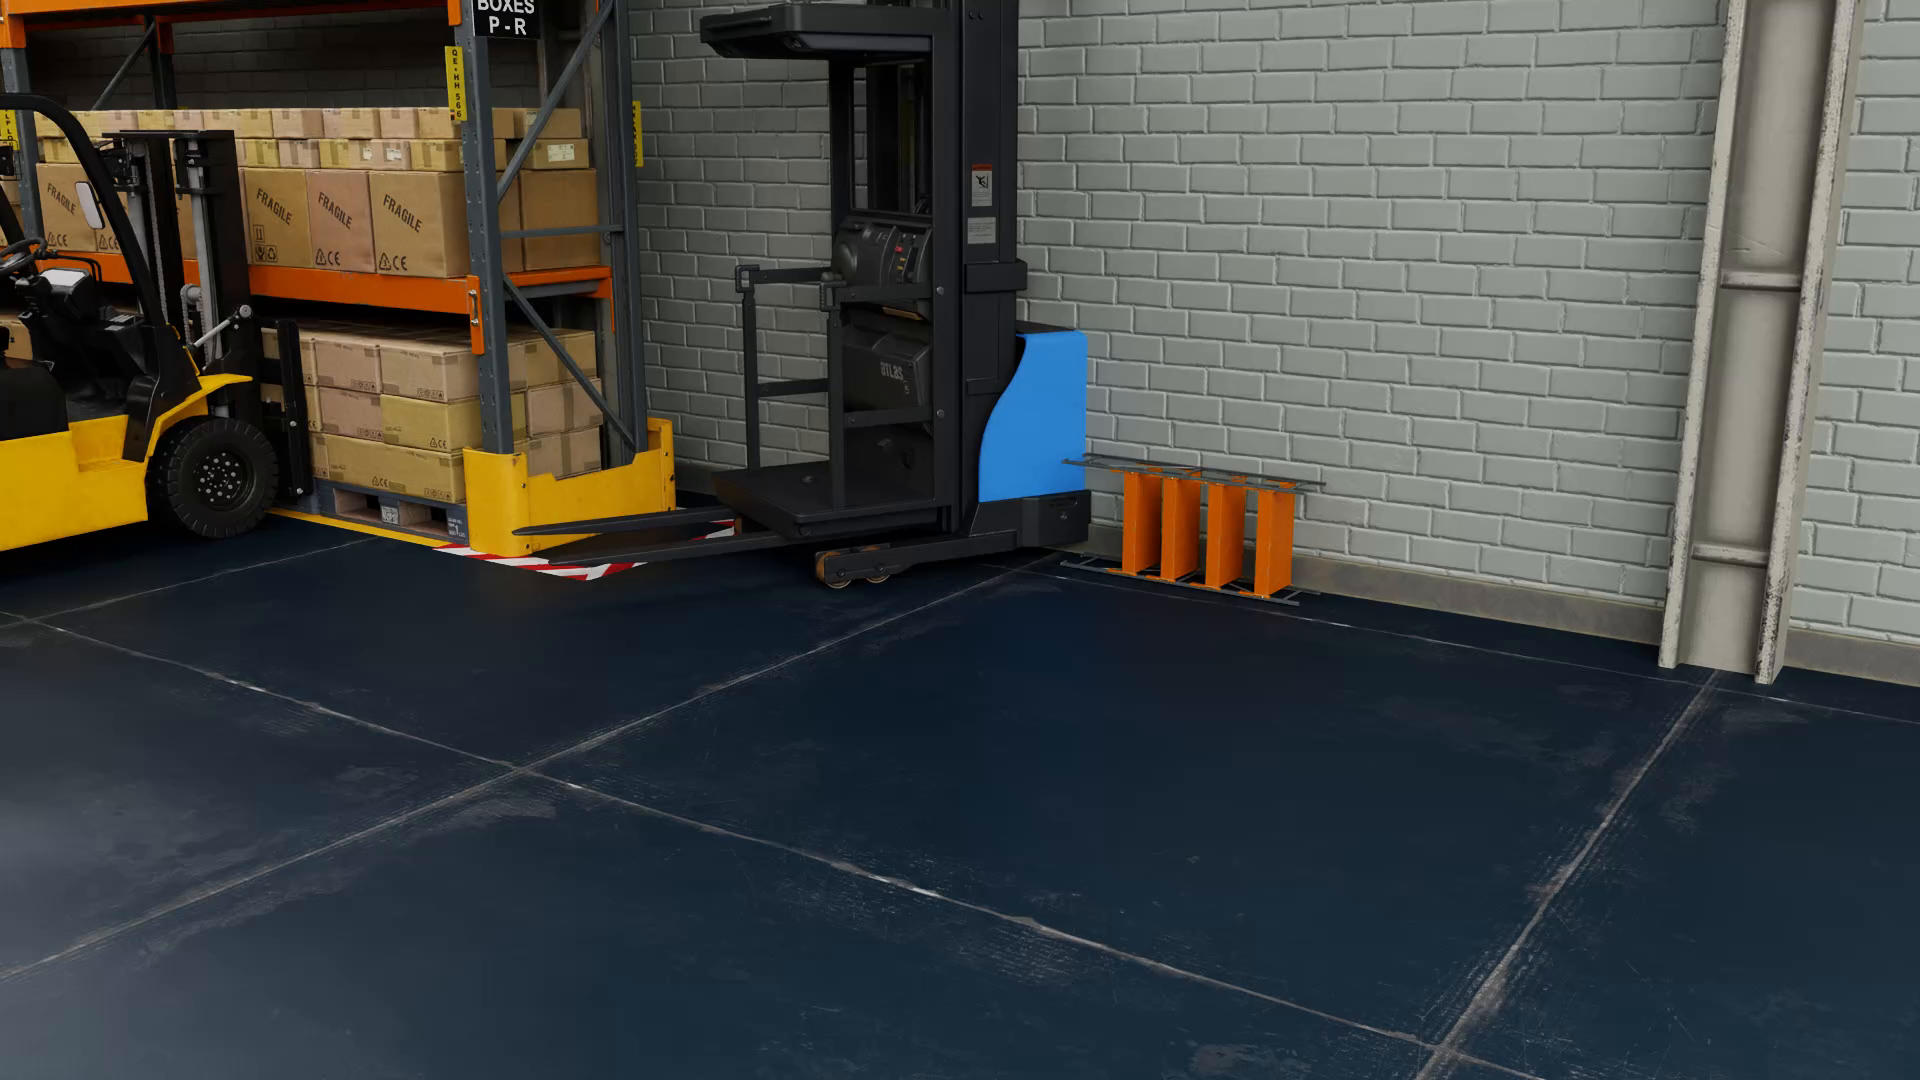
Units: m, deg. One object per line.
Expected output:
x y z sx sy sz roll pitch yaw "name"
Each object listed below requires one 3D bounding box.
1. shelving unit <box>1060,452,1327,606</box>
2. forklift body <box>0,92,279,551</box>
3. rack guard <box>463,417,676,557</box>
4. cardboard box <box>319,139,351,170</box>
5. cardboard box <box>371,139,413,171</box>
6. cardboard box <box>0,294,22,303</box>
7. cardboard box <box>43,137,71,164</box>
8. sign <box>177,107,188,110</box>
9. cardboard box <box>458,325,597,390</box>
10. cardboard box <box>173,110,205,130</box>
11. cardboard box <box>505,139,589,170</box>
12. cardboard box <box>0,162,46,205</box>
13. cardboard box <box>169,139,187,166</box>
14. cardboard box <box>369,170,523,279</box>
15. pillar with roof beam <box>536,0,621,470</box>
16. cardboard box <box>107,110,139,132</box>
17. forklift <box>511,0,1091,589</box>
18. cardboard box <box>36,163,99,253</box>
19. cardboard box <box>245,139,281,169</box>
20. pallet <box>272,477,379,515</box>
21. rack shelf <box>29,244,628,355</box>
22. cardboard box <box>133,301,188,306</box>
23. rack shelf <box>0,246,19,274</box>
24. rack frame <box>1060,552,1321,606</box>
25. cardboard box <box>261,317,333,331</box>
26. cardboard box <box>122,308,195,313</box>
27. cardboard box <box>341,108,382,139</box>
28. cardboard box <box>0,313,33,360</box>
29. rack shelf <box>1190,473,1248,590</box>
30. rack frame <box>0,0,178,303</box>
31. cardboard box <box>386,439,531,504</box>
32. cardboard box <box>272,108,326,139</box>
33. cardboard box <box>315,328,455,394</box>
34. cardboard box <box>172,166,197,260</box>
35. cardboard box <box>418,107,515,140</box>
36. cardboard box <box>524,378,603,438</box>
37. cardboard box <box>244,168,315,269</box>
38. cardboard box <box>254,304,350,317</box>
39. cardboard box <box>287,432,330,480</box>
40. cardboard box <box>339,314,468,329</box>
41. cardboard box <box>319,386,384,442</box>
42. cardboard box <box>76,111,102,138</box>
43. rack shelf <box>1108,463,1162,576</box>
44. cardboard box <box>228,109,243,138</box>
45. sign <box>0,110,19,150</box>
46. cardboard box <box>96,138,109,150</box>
1.030 -0.065 7.513 1.200 0.503 0.258 10 17 34 "shelving unit"
-4.571 -0.987 7.836 1.214 2.155 2.313 9 17 33 "forklift body"
-1.960 -0.292 8.464 0.348 0.500 1.175 9 17 33 "rack guard"
-3.033 -1.974 8.496 0.250 0.149 0.380 9 17 32 "cardboard box"
-2.652 -1.891 8.163 0.250 0.149 0.380 9 17 34 "cardboard box"
-7.003 -1.370 11.684 0.625 0.625 0.875 8 16 31 "cardboard box"
-5.181 -2.314 9.869 0.250 0.149 0.380 9 16 32 "cardboard box"
-4.990 -2.615 10.678 0.005 0.325 0.100 9 17 33 "sign"
-2.273 -0.966 8.749 0.500 0.250 0.500 9 16 32 "cardboard box"
-4.087 -2.294 9.172 0.250 0.149 0.380 9 17 33 "cardboard box"
-2.116 -1.970 8.479 0.250 0.149 0.380 9 16 31 "cardboard box"
-5.849 -2.230 10.361 0.500 0.250 0.500 9 16 32 "cardboard box"
-4.135 -2.136 9.152 0.250 0.149 0.380 9 16 31 "cardboard box"
-2.535 -1.571 8.219 0.500 0.500 0.500 9 16 32 "cardboard box"
-4.457 -3.836 5.091 0.400 9.000 9.100 9 17 33 "pillar with roof beam"
-4.560 -2.347 9.384 0.250 0.149 0.380 10 17 34 "cardboard box"
-0.552 -1.350 7.677 3.031 2.935 1.130 -8 16 -28 "forklift"
-5.076 -1.982 9.881 0.500 0.500 0.500 9 16 31 "cardboard box"
-3.502 -2.030 8.724 0.250 0.149 0.380 9 17 33 "cardboard box"
-3.646 -0.413 9.554 1.213 0.211 1.003 9 17 33 "pallet"
-3.639 -1.428 9.346 4.000 0.370 1.077 9 17 33 "rack shelf"
-4.783 -1.372 10.392 0.500 0.250 0.500 10 17 34 "cardboard box"
-6.958 -1.964 11.513 4.000 0.370 1.077 9 17 33 "rack shelf"
1.030 0.171 7.571 1.200 0.015 0.240 10 17 34 "rack frame"
-3.803 -1.065 9.152 0.500 0.250 0.500 9 16 32 "cardboard box"
-4.654 -1.202 9.703 0.500 0.250 0.500 9 17 33 "cardboard box"
-2.849 -2.079 8.304 0.250 0.149 0.380 10 17 34 "cardboard box"
-5.738 -1.164 10.852 0.625 0.625 0.875 10 17 35 "cardboard box"
1.158 -0.044 7.426 0.148 0.480 0.258 10 17 34 "rack shelf"
-5.299 -2.045 10.343 0.127 3.000 1.000 9 17 33 "rack frame"
-2.546 -0.378 8.456 0.500 0.250 0.500 9 17 33 "cardboard box"
-3.292 -2.140 8.550 0.250 0.149 0.380 10 17 34 "cardboard box"
-2.963 -0.930 8.606 0.500 0.250 0.500 10 17 34 "cardboard box"
-4.214 -1.848 9.338 0.500 0.500 0.500 9 17 32 "cardboard box"
-2.395 -2.023 8.075 0.250 0.149 0.380 9 17 33 "cardboard box"
-2.254 -0.725 8.818 0.500 0.250 0.500 10 17 34 "cardboard box"
-3.385 -1.711 8.785 0.500 0.500 0.500 9 16 32 "cardboard box"
-3.942 -1.237 9.845 0.500 0.250 0.500 9 17 33 "cardboard box"
-3.363 -0.516 9.012 0.500 0.250 0.500 9 17 33 "cardboard box"
-3.099 -1.101 9.296 0.500 0.250 0.500 9 17 32 "cardboard box"
-2.968 -0.693 8.689 0.500 0.250 0.500 9 17 32 "cardboard box"
-4.923 -2.438 9.751 0.250 0.149 0.380 9 17 34 "cardboard box"
0.812 -0.102 7.661 0.148 0.480 0.258 10 17 34 "rack shelf"
-3.671 -2.227 8.901 0.250 0.149 0.380 9 17 34 "cardboard box"
-5.594 -2.459 9.771 0.005 0.325 0.100 9 17 33 "sign"
-4.734 -2.250 9.611 0.250 0.149 0.380 9 17 33 "cardboard box"
